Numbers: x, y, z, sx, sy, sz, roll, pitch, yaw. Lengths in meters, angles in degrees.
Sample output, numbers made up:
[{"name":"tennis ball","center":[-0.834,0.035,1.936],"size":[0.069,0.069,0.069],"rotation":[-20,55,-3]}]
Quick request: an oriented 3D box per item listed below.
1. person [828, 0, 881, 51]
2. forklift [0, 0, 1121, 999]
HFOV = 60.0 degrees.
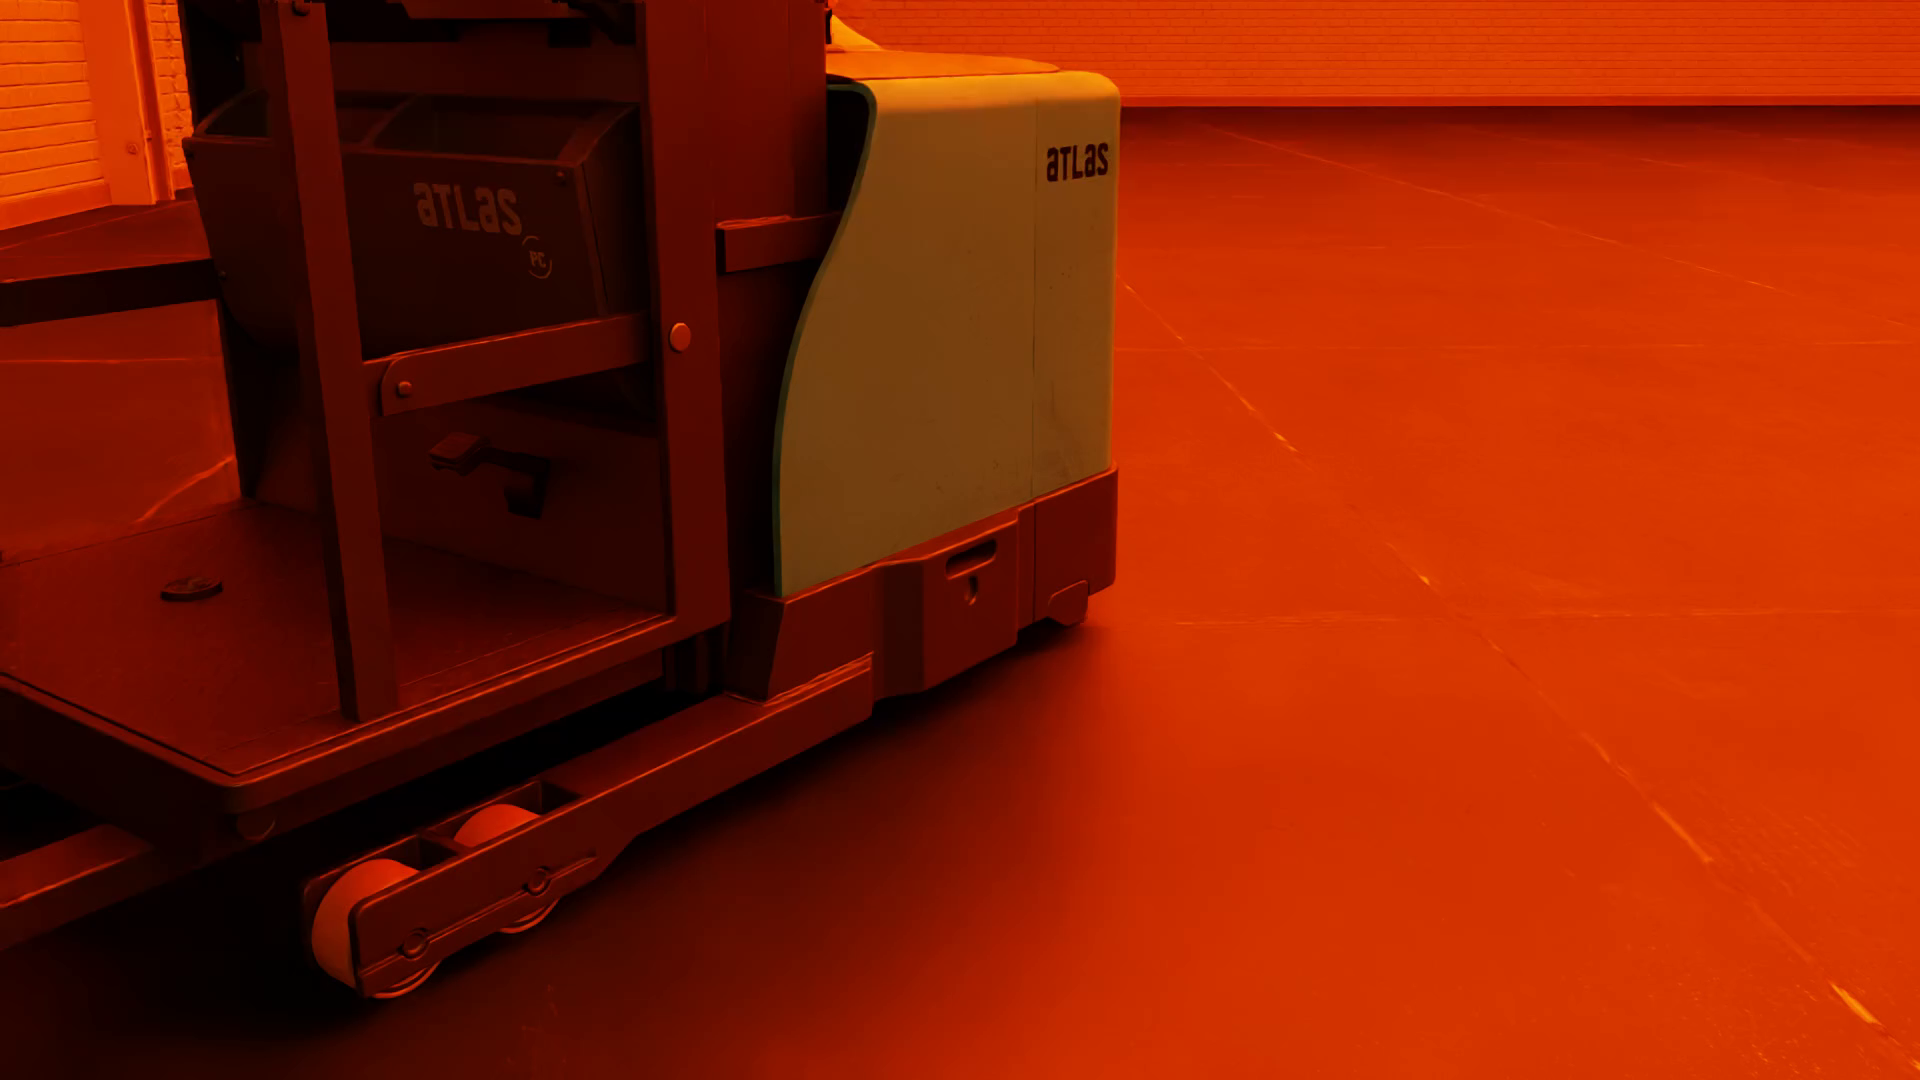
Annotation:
[{"name":"person","center":[-0.368,-0.882,4.375],"size":[0.955,1.450,0.685],"rotation":[5,18,17]},{"name":"forklift","center":[-0.953,-0.995,2.159],"size":[1.130,2.935,3.031],"rotation":[12,21,34]}]
